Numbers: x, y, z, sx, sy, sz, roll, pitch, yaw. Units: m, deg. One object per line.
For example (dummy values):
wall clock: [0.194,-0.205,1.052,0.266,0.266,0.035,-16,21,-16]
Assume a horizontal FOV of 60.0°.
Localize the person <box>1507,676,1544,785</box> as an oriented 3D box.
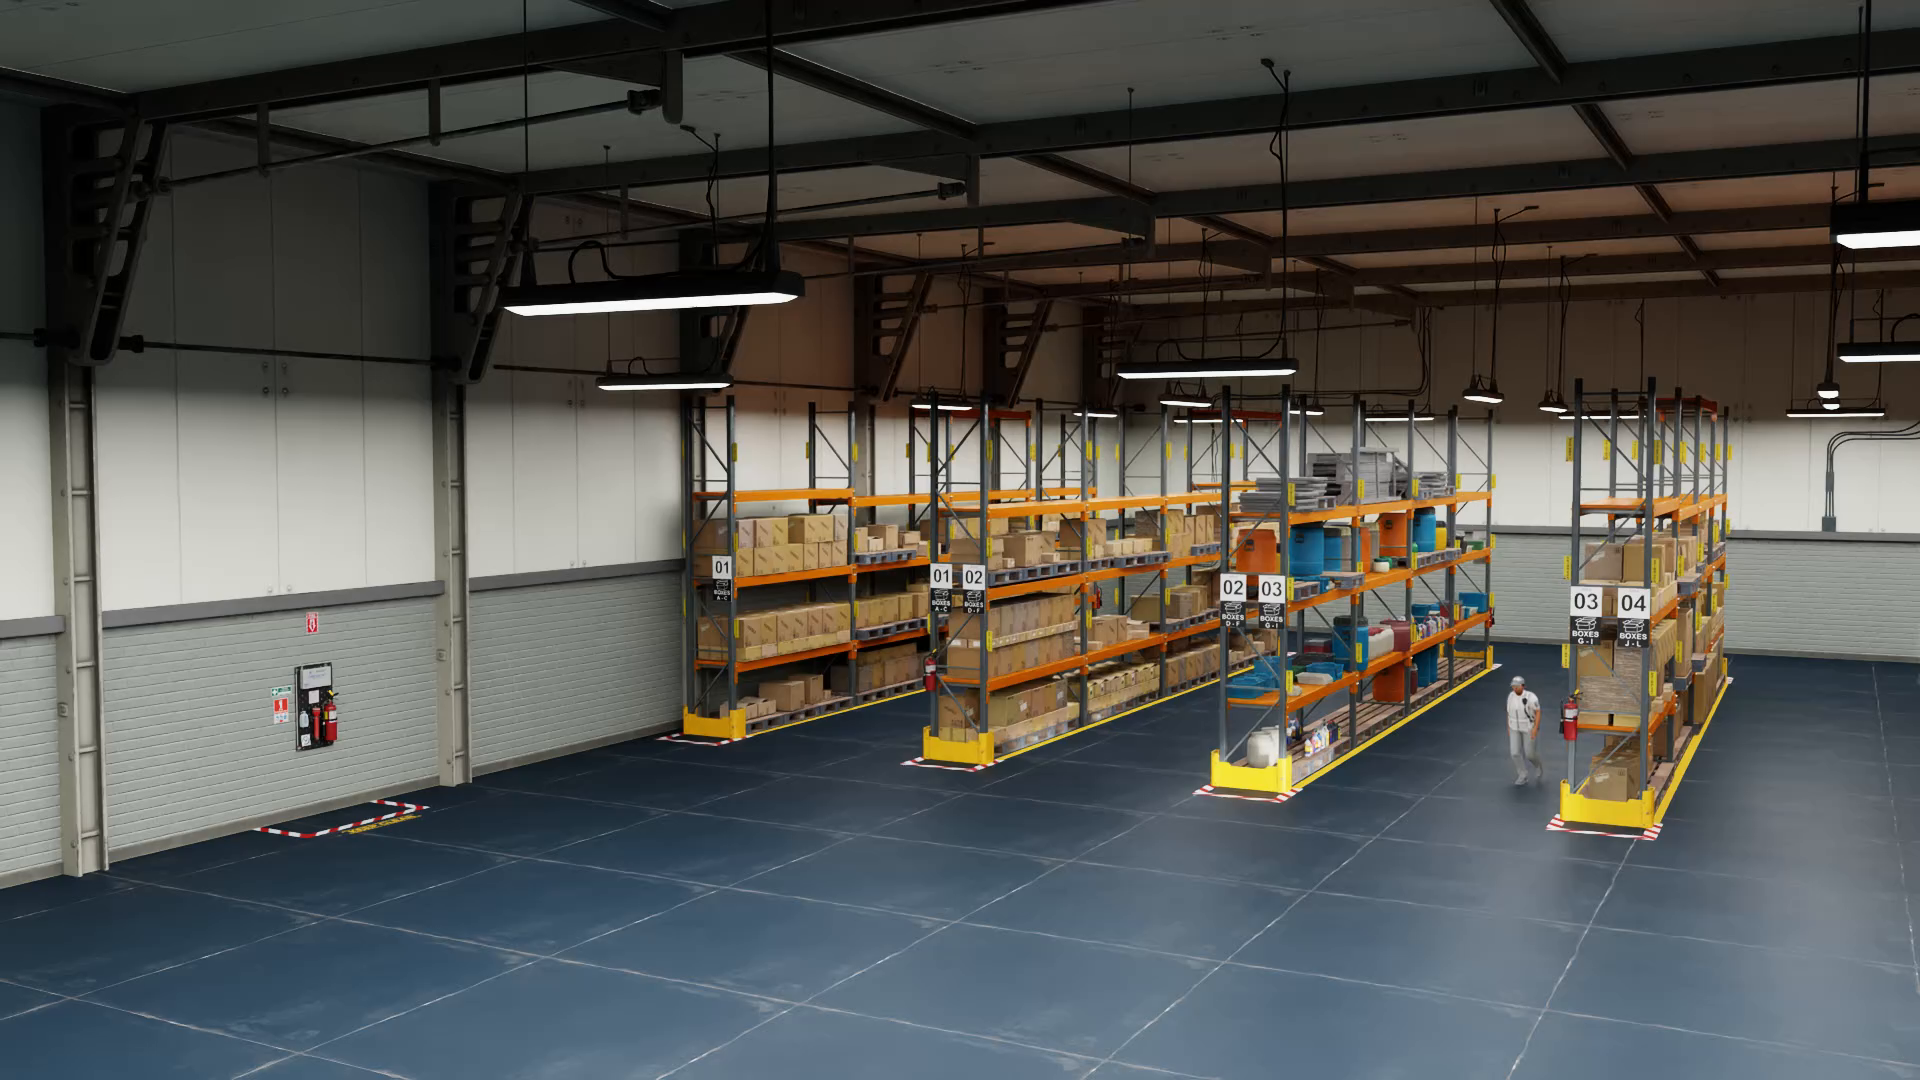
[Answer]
person: [8.559,2.867,25.204,0.537,1.634,0.657,3,4,43]
